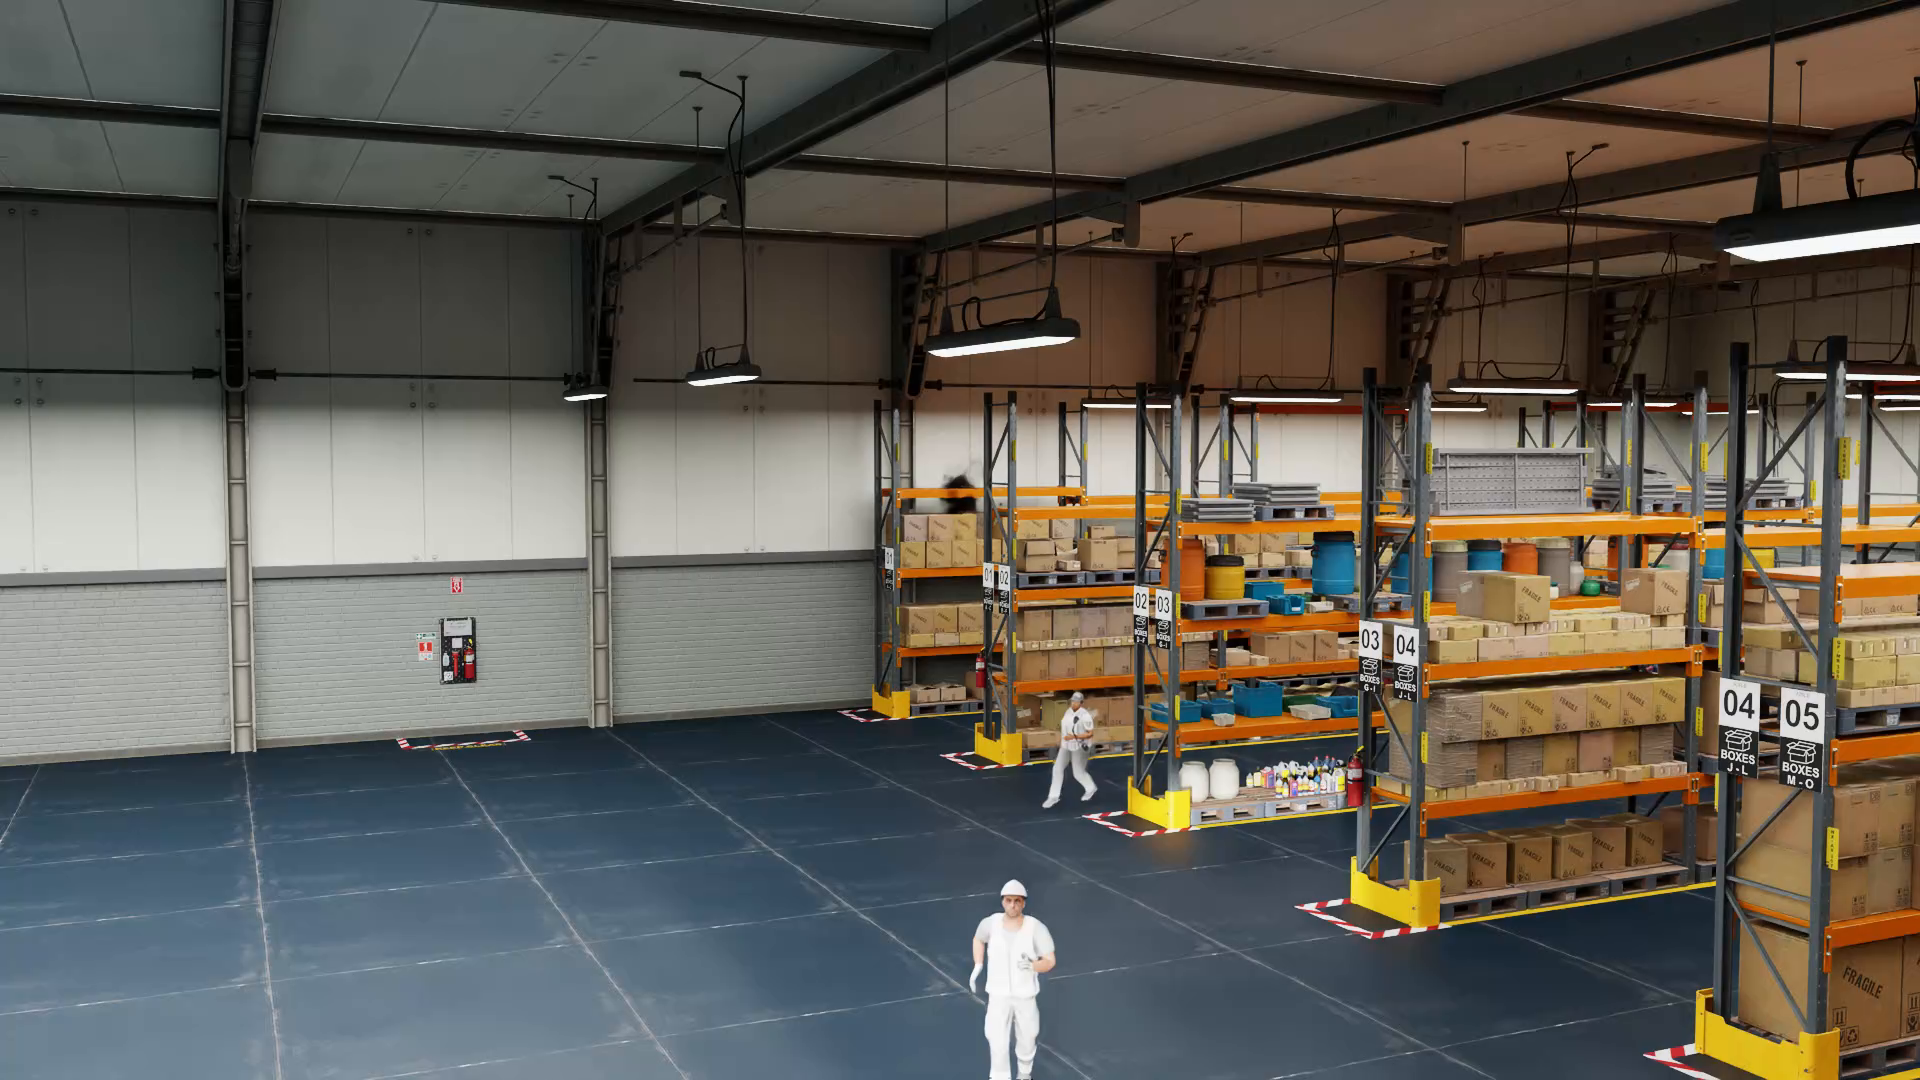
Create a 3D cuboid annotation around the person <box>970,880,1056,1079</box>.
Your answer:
[{"bbox_3d":[0.403,3.494,12.737,0.659,1.787,0.980,0,3,5],"label":"person"}]

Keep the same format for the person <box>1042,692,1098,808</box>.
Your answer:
[{"bbox_3d":[1.662,2.965,23.602,0.883,1.652,0.638,-3,4,-42],"label":"person"}]
